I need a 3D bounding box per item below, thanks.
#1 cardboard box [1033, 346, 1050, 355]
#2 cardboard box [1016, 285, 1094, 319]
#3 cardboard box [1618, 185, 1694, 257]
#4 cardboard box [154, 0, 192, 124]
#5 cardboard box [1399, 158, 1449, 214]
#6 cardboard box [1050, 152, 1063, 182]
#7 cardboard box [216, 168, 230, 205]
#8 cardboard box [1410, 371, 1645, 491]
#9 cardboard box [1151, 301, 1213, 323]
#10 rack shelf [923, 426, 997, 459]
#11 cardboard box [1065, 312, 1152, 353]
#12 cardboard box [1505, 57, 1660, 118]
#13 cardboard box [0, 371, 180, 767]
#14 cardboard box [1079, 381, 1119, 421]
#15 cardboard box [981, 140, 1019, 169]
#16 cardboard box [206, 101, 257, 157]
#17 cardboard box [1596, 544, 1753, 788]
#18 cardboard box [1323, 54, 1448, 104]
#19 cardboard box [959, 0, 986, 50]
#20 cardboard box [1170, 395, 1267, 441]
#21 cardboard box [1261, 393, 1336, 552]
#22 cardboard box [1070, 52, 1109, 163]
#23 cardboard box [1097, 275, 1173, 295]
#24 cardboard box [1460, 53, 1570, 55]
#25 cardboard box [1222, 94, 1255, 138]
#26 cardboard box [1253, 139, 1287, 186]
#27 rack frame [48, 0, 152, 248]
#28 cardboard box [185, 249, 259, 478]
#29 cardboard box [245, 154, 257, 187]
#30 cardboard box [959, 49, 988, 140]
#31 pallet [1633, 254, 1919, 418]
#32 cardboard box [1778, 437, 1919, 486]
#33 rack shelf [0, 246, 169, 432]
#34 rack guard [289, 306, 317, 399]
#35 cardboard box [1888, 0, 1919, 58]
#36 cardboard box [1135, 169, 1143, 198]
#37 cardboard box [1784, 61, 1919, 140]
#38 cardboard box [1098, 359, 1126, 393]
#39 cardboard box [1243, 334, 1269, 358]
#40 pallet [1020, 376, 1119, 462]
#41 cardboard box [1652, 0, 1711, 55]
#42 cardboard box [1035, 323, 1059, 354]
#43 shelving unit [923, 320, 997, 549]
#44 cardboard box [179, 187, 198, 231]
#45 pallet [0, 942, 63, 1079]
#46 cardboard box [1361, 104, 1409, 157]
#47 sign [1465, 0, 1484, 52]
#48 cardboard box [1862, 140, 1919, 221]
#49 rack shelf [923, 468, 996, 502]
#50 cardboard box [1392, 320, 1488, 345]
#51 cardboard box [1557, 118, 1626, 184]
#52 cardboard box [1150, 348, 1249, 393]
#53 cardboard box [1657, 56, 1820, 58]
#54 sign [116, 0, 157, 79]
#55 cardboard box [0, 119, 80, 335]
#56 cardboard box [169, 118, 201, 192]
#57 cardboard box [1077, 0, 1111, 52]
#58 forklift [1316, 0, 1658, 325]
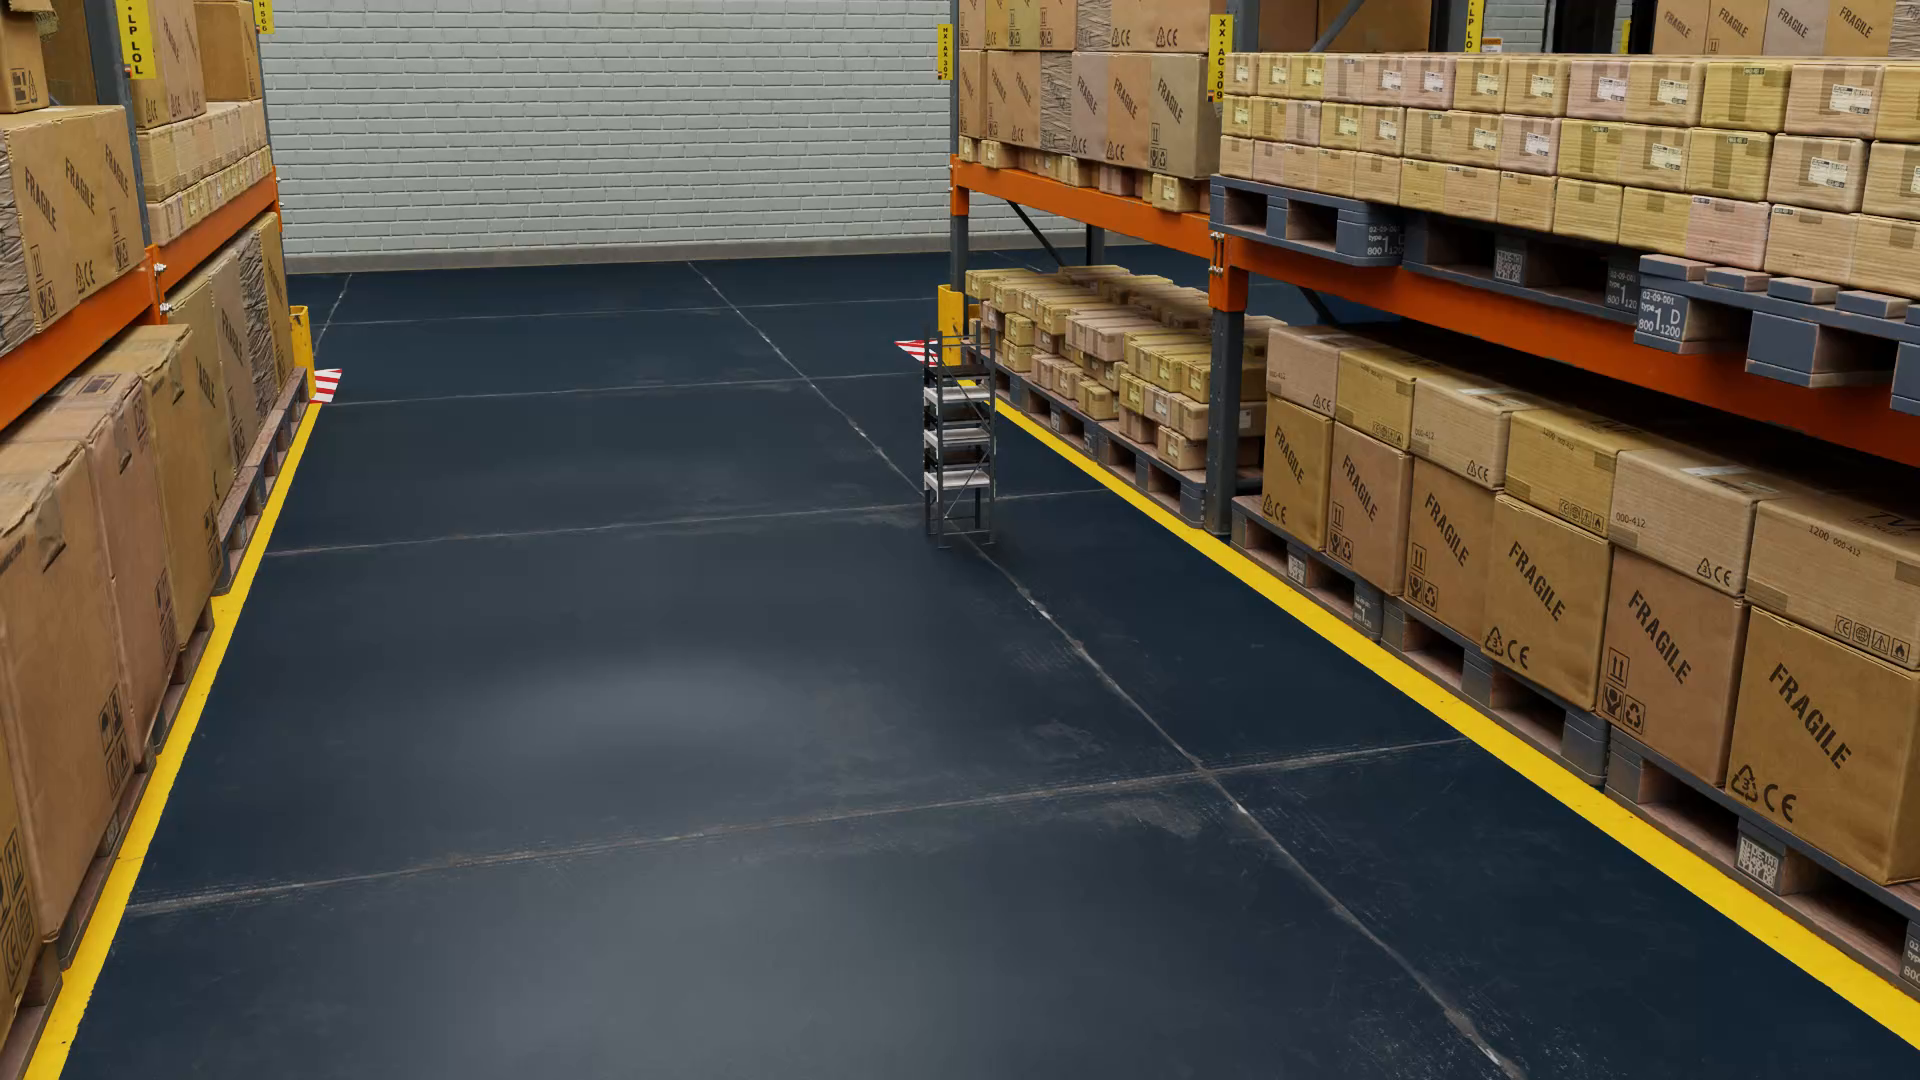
[{"bbox_3d":[0.623,-0.997,9.283,0.380,0.149,0.250,-5,17,-15],"label":"cardboard box"},{"bbox_3d":[0.537,-1.348,9.418,0.380,0.149,0.250,-6,18,-18],"label":"cardboard box"},{"bbox_3d":[1.853,-0.785,4.059,0.380,0.149,0.250,-5,17,-16],"label":"cardboard box"},{"bbox_3d":[-3.277,-1.857,6.359,0.500,0.500,0.500,-5,17,-15],"label":"cardboard box"},{"bbox_3d":[1.564,-1.076,5.028,0.380,0.149,0.250,-5,17,-16],"label":"cardboard box"},{"bbox_3d":[0.686,-1.945,8.649,0.380,0.149,0.250,-4,17,-13],"label":"cardboard box"},{"bbox_3d":[-3.454,-1.556,7.356,0.380,0.149,0.250,-5,17,-17],"label":"cardboard box"},{"bbox_3d":[1.767,-0.351,5.218,0.500,0.250,0.500,-4,17,-13],"label":"cardboard box"},{"bbox_3d":[1.233,-1.168,8.819,0.380,0.149,0.250,-5,17,-15],"label":"cardboard box"},{"bbox_3d":[-0.002,-0.401,6.840,0.258,0.077,0.200,-5,17,-15],"label":"rack shelf"},{"bbox_3d":[0.757,-1.055,8.442,0.380,0.149,0.250,-5,18,-17],"label":"cardboard box"},{"bbox_3d":[1.704,-1.218,4.466,0.380,0.149,0.250,-4,17,-13],"label":"cardboard box"},{"bbox_3d":[-2.822,0.102,4.363,1.225,0.875,0.875,-5,18,-17],"label":"cardboard box"},{"bbox_3d":[0.814,-0.705,8.311,0.380,0.149,0.250,-5,17,-15],"label":"cardboard box"},{"bbox_3d":[0.341,-2.226,9.587,0.380,0.149,0.250,-5,17,-17],"label":"cardboard box"},{"bbox_3d":[-3.835,-2.061,8.343,0.500,0.250,0.500,-5,17,-16],"label":"cardboard box"},{"bbox_3d":[2.062,0.296,4.369,0.500,0.500,0.500,-4,17,-13],"label":"cardboard box"},{"bbox_3d":[1.416,-1.505,5.421,0.380,0.149,0.250,-5,17,-16],"label":"cardboard box"},{"bbox_3d":[0.303,-3.132,9.736,0.500,0.500,0.500,-5,17,-16],"label":"cardboard box"},{"bbox_3d":[1.141,-0.542,7.250,0.380,0.149,0.250,-4,17,-14],"label":"cardboard box"},{"bbox_3d":[1.482,-0.280,6.286,0.500,0.500,0.500,-4,17,-13],"label":"cardboard box"},{"bbox_3d":[0.852,-2.085,7.988,0.500,0.500,0.500,-5,17,-16],"label":"cardboard box"},{"bbox_3d":[1.031,-1.467,9.812,0.380,0.149,0.250,-5,17,-16],"label":"cardboard box"},{"bbox_3d":[1.976,-1.626,5.823,0.380,0.149,0.250,-5,18,-17],"label":"cardboard box"},{"bbox_3d":[1.200,-1.580,6.186,0.380,0.149,0.250,-4,17,-14],"label":"cardboard box"},{"bbox_3d":[1.282,-1.361,5.975,0.380,0.149,0.250,-4,17,-14],"label":"cardboard box"},{"bbox_3d":[-3.263,-1.137,5.525,1.000,3.000,0.127,-5,17,-15],"label":"rack frame"},{"bbox_3d":[-3.615,-0.759,7.228,0.875,0.875,0.875,-5,17,-15],"label":"cardboard box"},{"bbox_3d":[-3.739,-1.840,8.301,0.380,0.149,0.250,-4,17,-14],"label":"cardboard box"},{"bbox_3d":[0.292,-2.652,9.877,0.500,0.500,0.500,-4,17,-13],"label":"cardboard box"},{"bbox_3d":[2.335,-0.492,3.710,1.213,0.211,1.003,-5,17,-15],"label":"pallet"},{"bbox_3d":[2.537,-0.108,4.411,0.500,0.250,0.500,-5,17,-16],"label":"cardboard box"},{"bbox_3d":[-2.713,-0.240,3.787,1.077,0.370,4.000,-5,17,-15],"label":"rack shelf"},{"bbox_3d":[-4.369,-1.053,9.590,1.175,0.500,0.348,-5,17,-15],"label":"rack guard"},{"bbox_3d":[5.590,-2.837,9.272,0.500,0.500,0.500,-4,17,-15],"label":"cardboard box"},{"bbox_3d":[1.034,-1.660,7.700,0.380,0.149,0.250,-5,17,-17],"label":"cardboard box"},{"bbox_3d":[1.991,-0.930,3.506,0.380,0.149,0.250,-5,17,-16],"label":"cardboard box"},{"bbox_3d":[0.901,-0.835,8.225,0.380,0.149,0.250,-4,17,-14],"label":"cardboard box"},{"bbox_3d":[1.503,-0.881,7.862,0.380,0.149,0.250,-5,17,-16],"label":"cardboard box"},{"bbox_3d":[0.976,-0.687,8.873,1.003,0.211,1.213,-5,17,-15],"label":"pallet"},{"bbox_3d":[5.024,-3.399,11.141,0.500,0.500,0.500,-5,17,-16],"label":"cardboard box"},{"bbox_3d":[0.635,-1.135,9.224,0.380,0.149,0.250,-6,18,-18],"label":"cardboard box"},{"bbox_3d":[-0.002,-0.433,6.830,0.258,0.900,0.210,-5,17,-15],"label":"shelving unit"},{"bbox_3d":[-3.170,-1.271,6.405,0.380,0.149,0.250,-4,17,-13],"label":"cardboard box"},{"bbox_3d":[-2.308,1.080,2.988,1.003,0.211,1.213,-5,17,-15],"label":"pallet"},{"bbox_3d":[1.492,-1.290,5.224,0.380,0.149,0.250,-4,17,-13],"label":"cardboard box"},{"bbox_3d":[2.066,-2.101,6.720,0.100,0.325,0.005,-5,17,-15],"label":"sign"},{"bbox_3d":[2.059,-0.719,3.322,0.380,0.149,0.250,-4,17,-14],"label":"cardboard box"},{"bbox_3d":[-0.002,-0.229,6.891,0.258,0.077,0.200,-5,17,-15],"label":"rack shelf"},{"bbox_3d":[1.982,-0.679,6.309,0.500,0.250,0.500,-5,17,-17],"label":"cardboard box"},{"bbox_3d":[1.775,-1.004,4.269,0.380,0.149,0.250,-5,17,-16],"label":"cardboard box"},{"bbox_3d":[1.077,-0.768,7.485,0.380,0.149,0.250,-4,17,-15],"label":"cardboard box"},{"bbox_3d":[2.265,-1.337,4.861,0.380,0.149,0.250,-5,17,-16],"label":"cardboard box"},{"bbox_3d":[-2.744,-1.700,5.521,0.100,0.325,0.005,-5,17,-15],"label":"sign"},{"bbox_3d":[-2.592,-0.796,4.215,0.500,0.500,0.500,-5,17,-16],"label":"cardboard box"},{"bbox_3d":[-3.272,-1.497,6.464,0.500,0.250,0.500,-5,17,-16],"label":"cardboard box"},{"bbox_3d":[0.870,-2.565,7.847,0.500,0.500,0.500,-4,17,-14],"label":"cardboard box"},{"bbox_3d":[2.819,-1.765,7.734,1.130,2.935,3.031,-4,17,-14],"label":"forklift"}]
